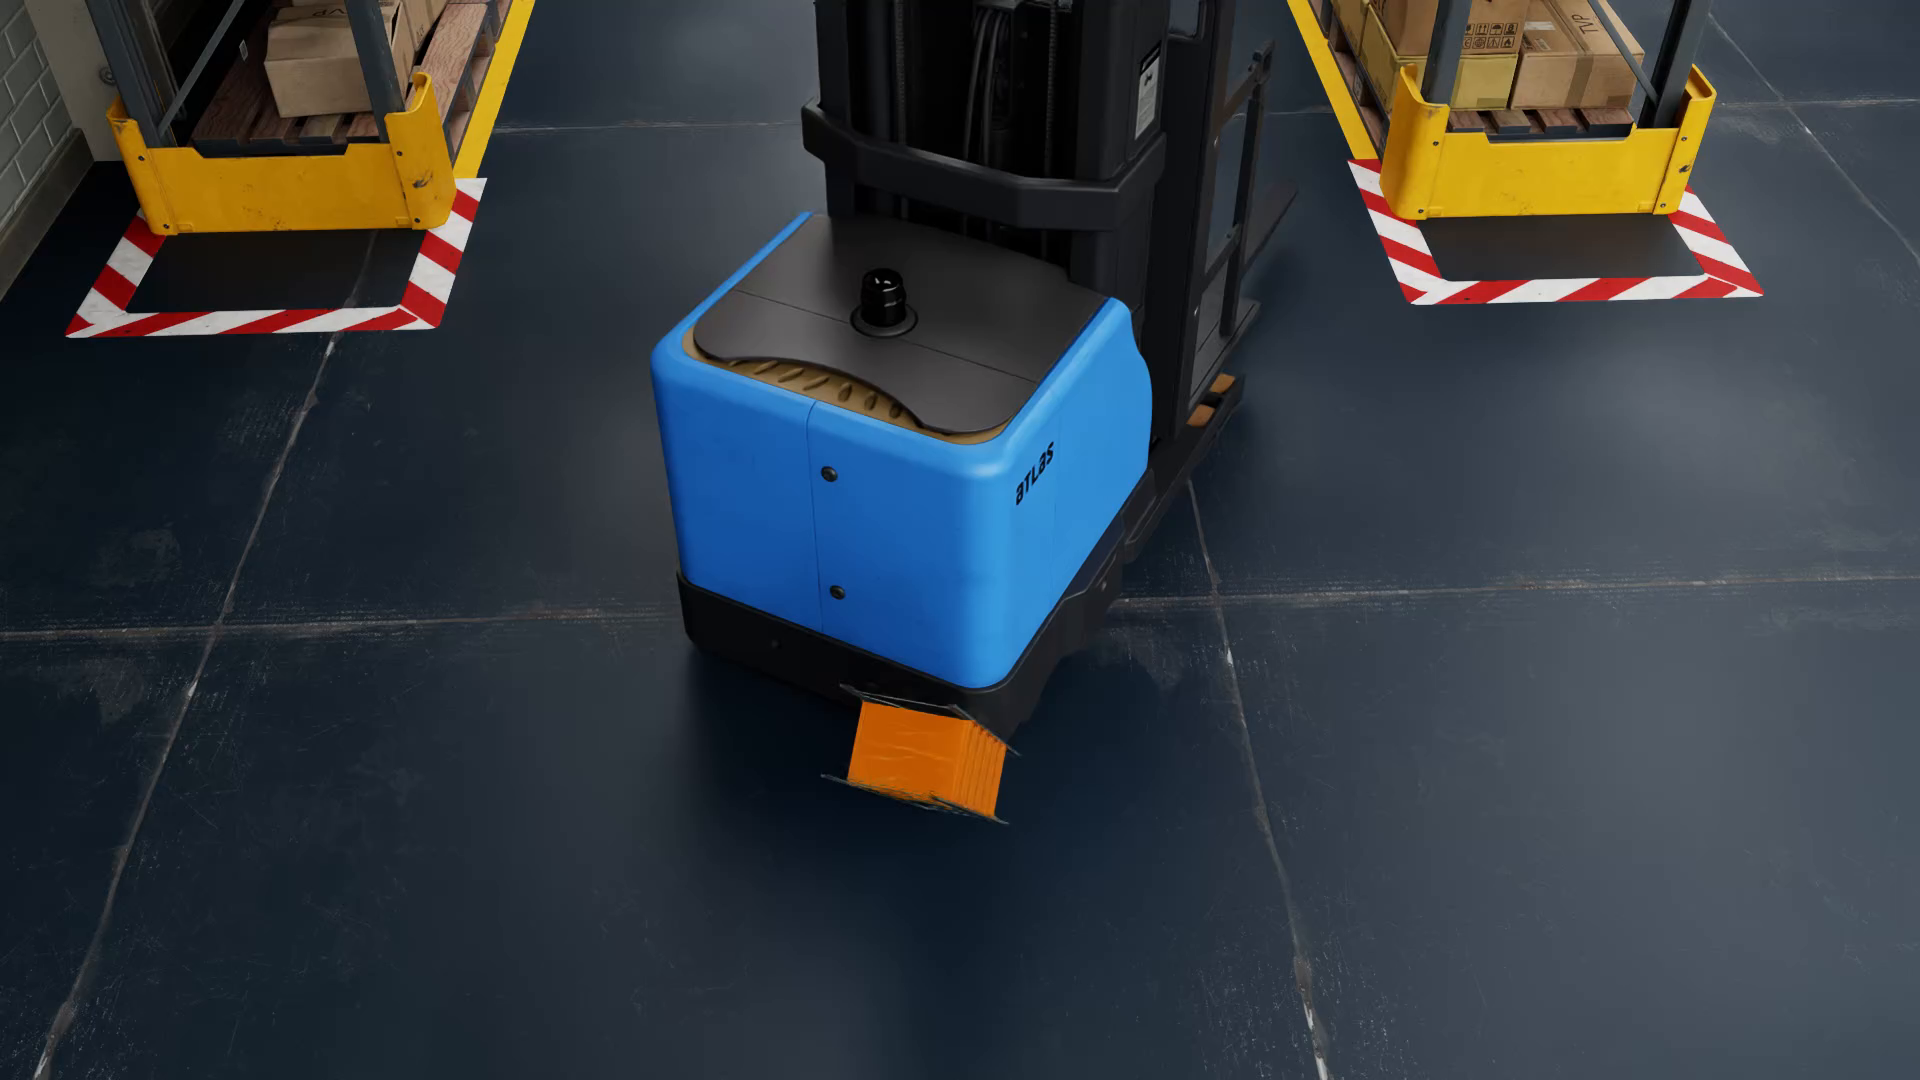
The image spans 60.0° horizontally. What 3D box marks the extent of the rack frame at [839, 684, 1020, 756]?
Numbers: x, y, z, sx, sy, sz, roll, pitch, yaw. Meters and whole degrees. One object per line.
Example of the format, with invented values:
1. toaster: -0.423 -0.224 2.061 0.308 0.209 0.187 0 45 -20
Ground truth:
1. rack frame: -0.040 0.434 3.895 0.240 1.200 0.006 9 80 10

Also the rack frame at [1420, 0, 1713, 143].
1. rack frame: 2.314 -2.533 5.794 1.000 3.000 0.127 -2 43 -2

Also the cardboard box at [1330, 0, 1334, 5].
1. cardboard box: 1.940 -2.703 7.703 0.500 0.250 0.500 -2 43 -2

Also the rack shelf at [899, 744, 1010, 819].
1. rack shelf: -0.017 0.581 4.154 0.258 0.103 0.180 9 80 10

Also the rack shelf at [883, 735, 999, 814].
1. rack shelf: -0.051 0.532 3.921 0.258 0.103 0.180 9 80 10

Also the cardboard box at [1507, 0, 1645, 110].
1. cardboard box: 2.514 -2.043 6.983 0.500 0.250 0.500 -2 43 -2

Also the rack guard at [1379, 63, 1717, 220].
1. rack guard: 2.315 -1.596 6.621 1.175 0.500 0.348 -2 43 -2

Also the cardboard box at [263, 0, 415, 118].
1. cardboard box: -2.574 -2.029 6.908 0.500 0.311 0.500 -6 43 -7

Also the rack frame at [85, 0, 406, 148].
1. rack frame: -2.635 -2.389 5.636 1.000 3.000 0.127 -2 43 -2

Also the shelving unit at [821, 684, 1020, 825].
1. shelving unit: -0.057 0.522 3.878 0.258 1.200 0.189 9 80 10

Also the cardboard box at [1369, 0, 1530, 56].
1. cardboard box: 1.994 -2.304 6.713 0.500 0.500 0.500 -2 43 -2

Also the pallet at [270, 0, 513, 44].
1. pallet: -2.686 -2.783 8.130 1.003 0.211 1.213 -2 43 -2

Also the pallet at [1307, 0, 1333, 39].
1. pallet: 2.191 -2.842 8.194 1.003 0.211 1.213 -2 43 -2

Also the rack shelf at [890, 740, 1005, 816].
1. rack shelf: -0.034 0.556 4.037 0.258 0.103 0.180 9 80 10

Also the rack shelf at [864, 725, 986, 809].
1. rack shelf: -0.085 0.482 3.689 0.258 0.103 0.180 9 80 10

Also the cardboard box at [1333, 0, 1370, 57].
1. cardboard box: 1.963 -2.365 7.335 0.500 0.250 0.500 -2 43 -2

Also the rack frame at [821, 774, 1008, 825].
1. rack frame: -0.075 0.611 3.862 0.240 1.200 0.006 9 80 10

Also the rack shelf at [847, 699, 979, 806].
1. rack shelf: -0.102 0.457 3.573 0.258 0.103 0.180 9 80 10

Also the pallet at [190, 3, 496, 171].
1. pallet: -2.637 -1.961 7.234 1.003 0.211 1.213 -2 43 -2

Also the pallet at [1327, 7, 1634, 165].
1. pallet: 2.240 -2.020 7.298 1.003 0.211 1.213 -2 43 -2

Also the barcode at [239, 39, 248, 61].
1. barcode: -2.975 -2.033 6.906 0.001 0.075 0.075 -2 43 -2

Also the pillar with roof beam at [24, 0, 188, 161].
1. pillar with roof beam: 0.772 -5.171 4.232 9.100 9.000 0.400 -2 43 -2

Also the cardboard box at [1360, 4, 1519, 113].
1. cardboard box: 1.996 -2.028 6.967 0.500 0.250 0.500 -2 43 -2

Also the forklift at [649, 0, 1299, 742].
1. forklift: 0.318 -1.497 4.715 1.130 2.935 3.031 19 46 20

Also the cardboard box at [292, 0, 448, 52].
1. cardboard box: -2.599 -2.414 7.328 0.500 0.311 0.500 2 43 2

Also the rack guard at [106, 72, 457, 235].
1. rack guard: -2.638 -1.518 6.537 1.175 0.500 0.348 -2 43 -2

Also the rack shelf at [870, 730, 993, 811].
1. rack shelf: -0.068 0.507 3.805 0.258 0.103 0.180 9 80 10
